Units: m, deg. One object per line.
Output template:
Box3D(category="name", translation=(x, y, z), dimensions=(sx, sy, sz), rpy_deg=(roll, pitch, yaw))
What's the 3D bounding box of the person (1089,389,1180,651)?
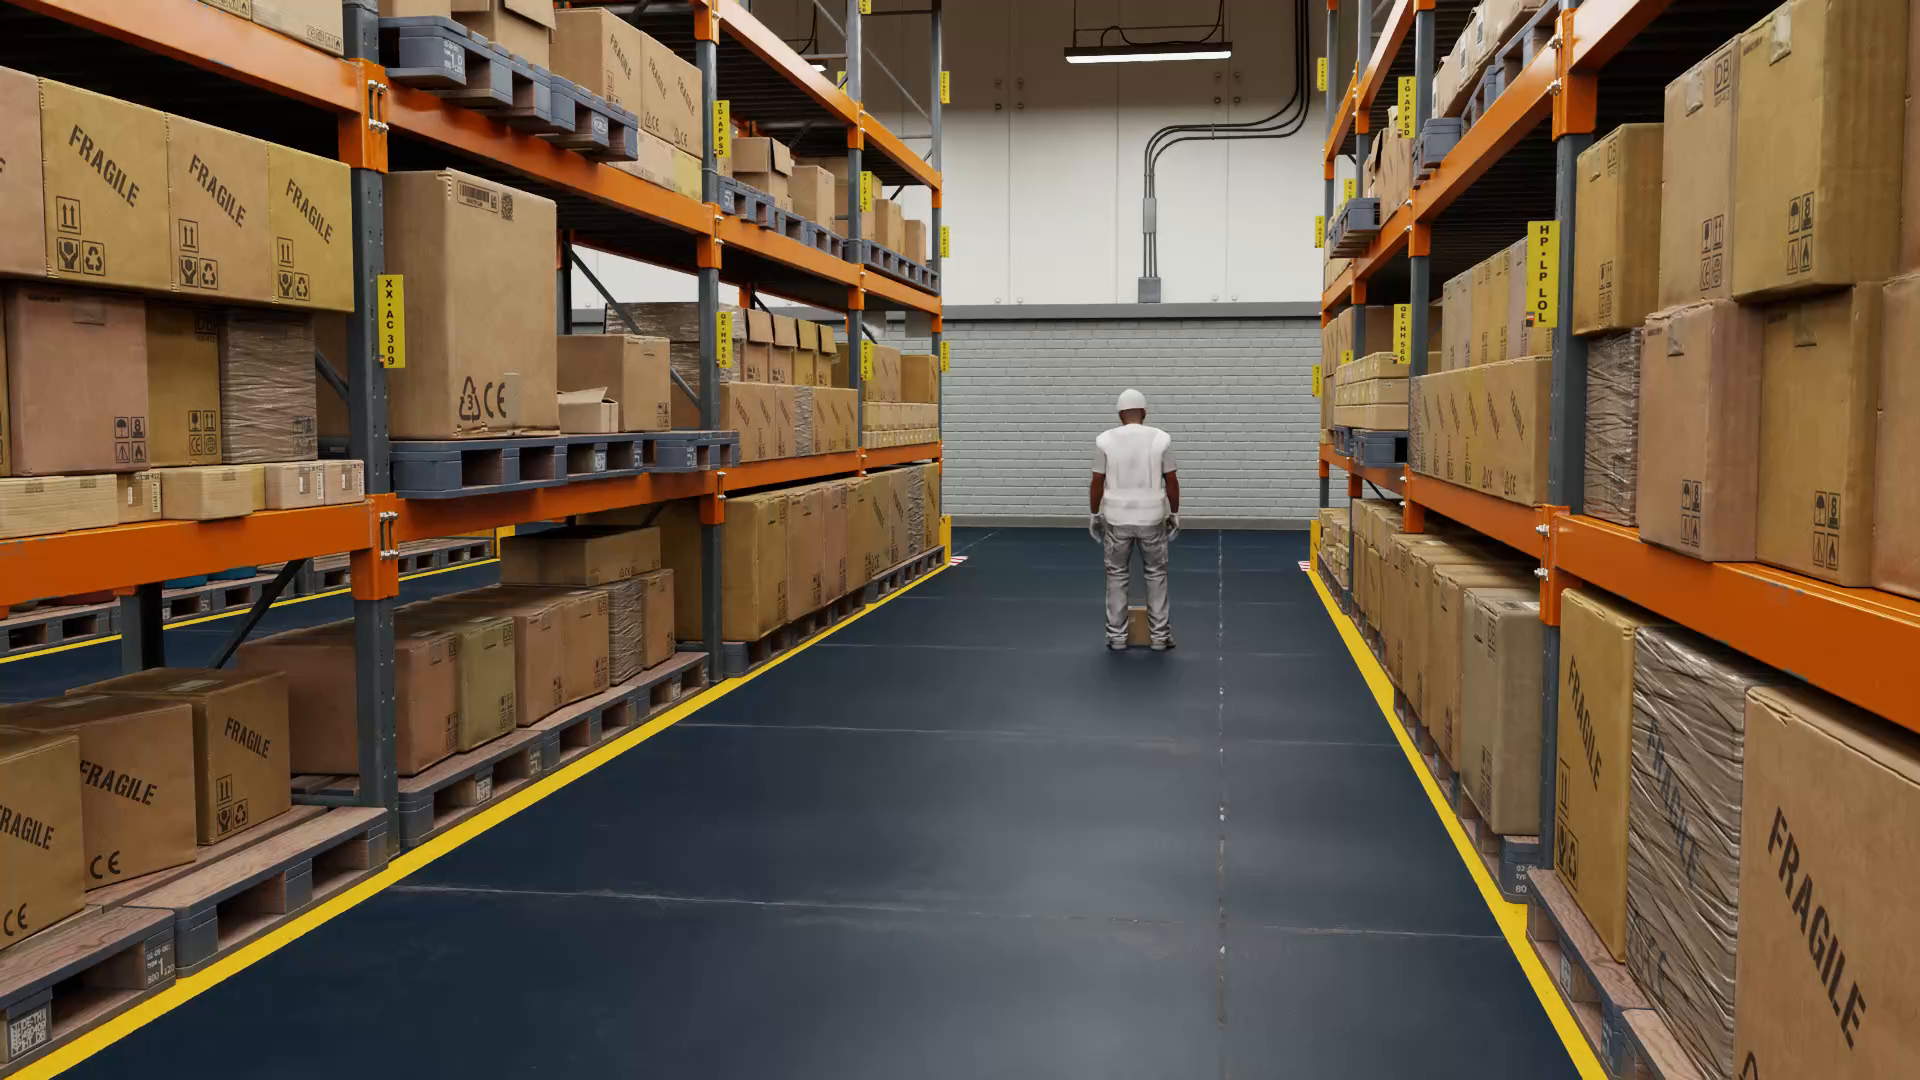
Box3D(category="person", translation=(1.194, -0.141, 11.357), dimensions=(0.617, 1.772, 0.452), rpy_deg=(0, 4, 6))
